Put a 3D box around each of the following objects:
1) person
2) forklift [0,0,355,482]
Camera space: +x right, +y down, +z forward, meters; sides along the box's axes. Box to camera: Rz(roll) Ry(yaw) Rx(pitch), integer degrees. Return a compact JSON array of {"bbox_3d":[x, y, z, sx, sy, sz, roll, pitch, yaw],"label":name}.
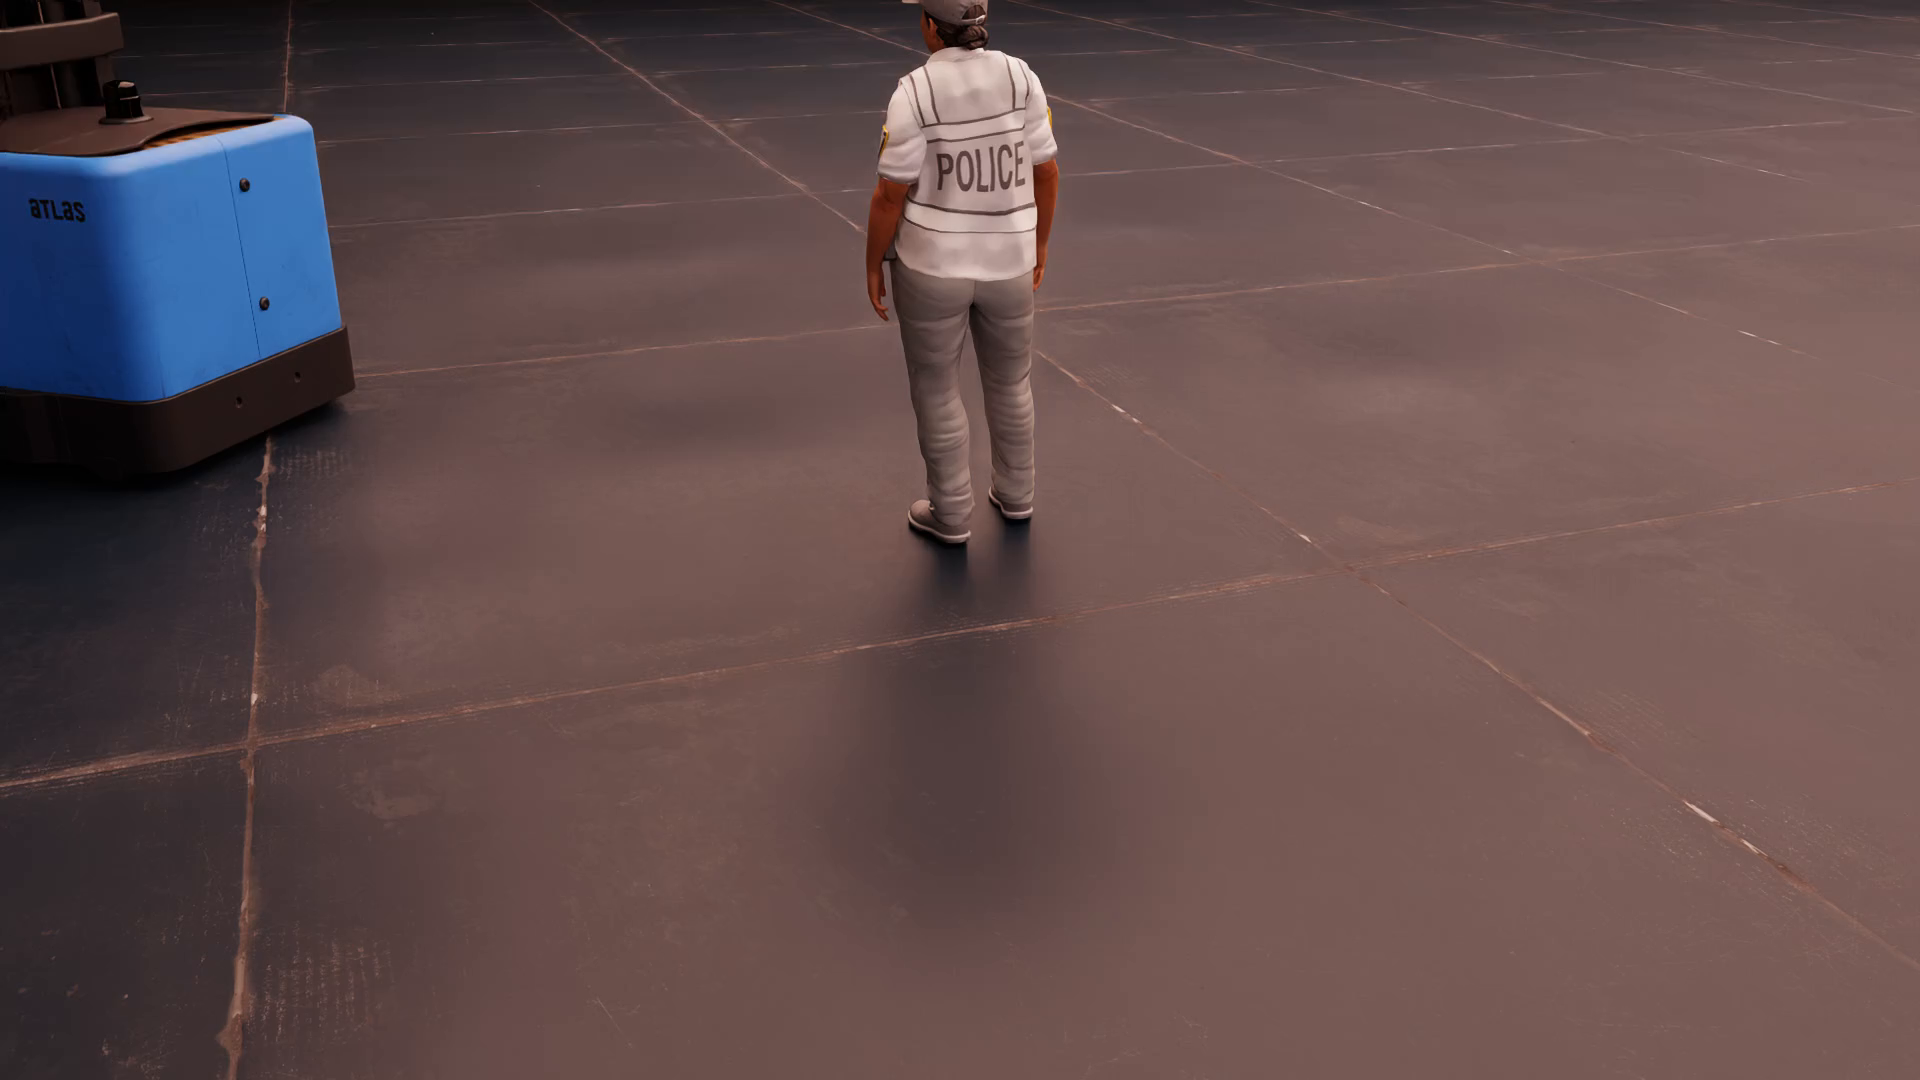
[{"bbox_3d":[-0.005,-0.805,4.827,0.598,1.670,0.529,-8,24,-18],"label":"person"},{"bbox_3d":[-3.847,-1.863,5.729,3.031,2.935,1.130,7,24,16],"label":"forklift"}]
